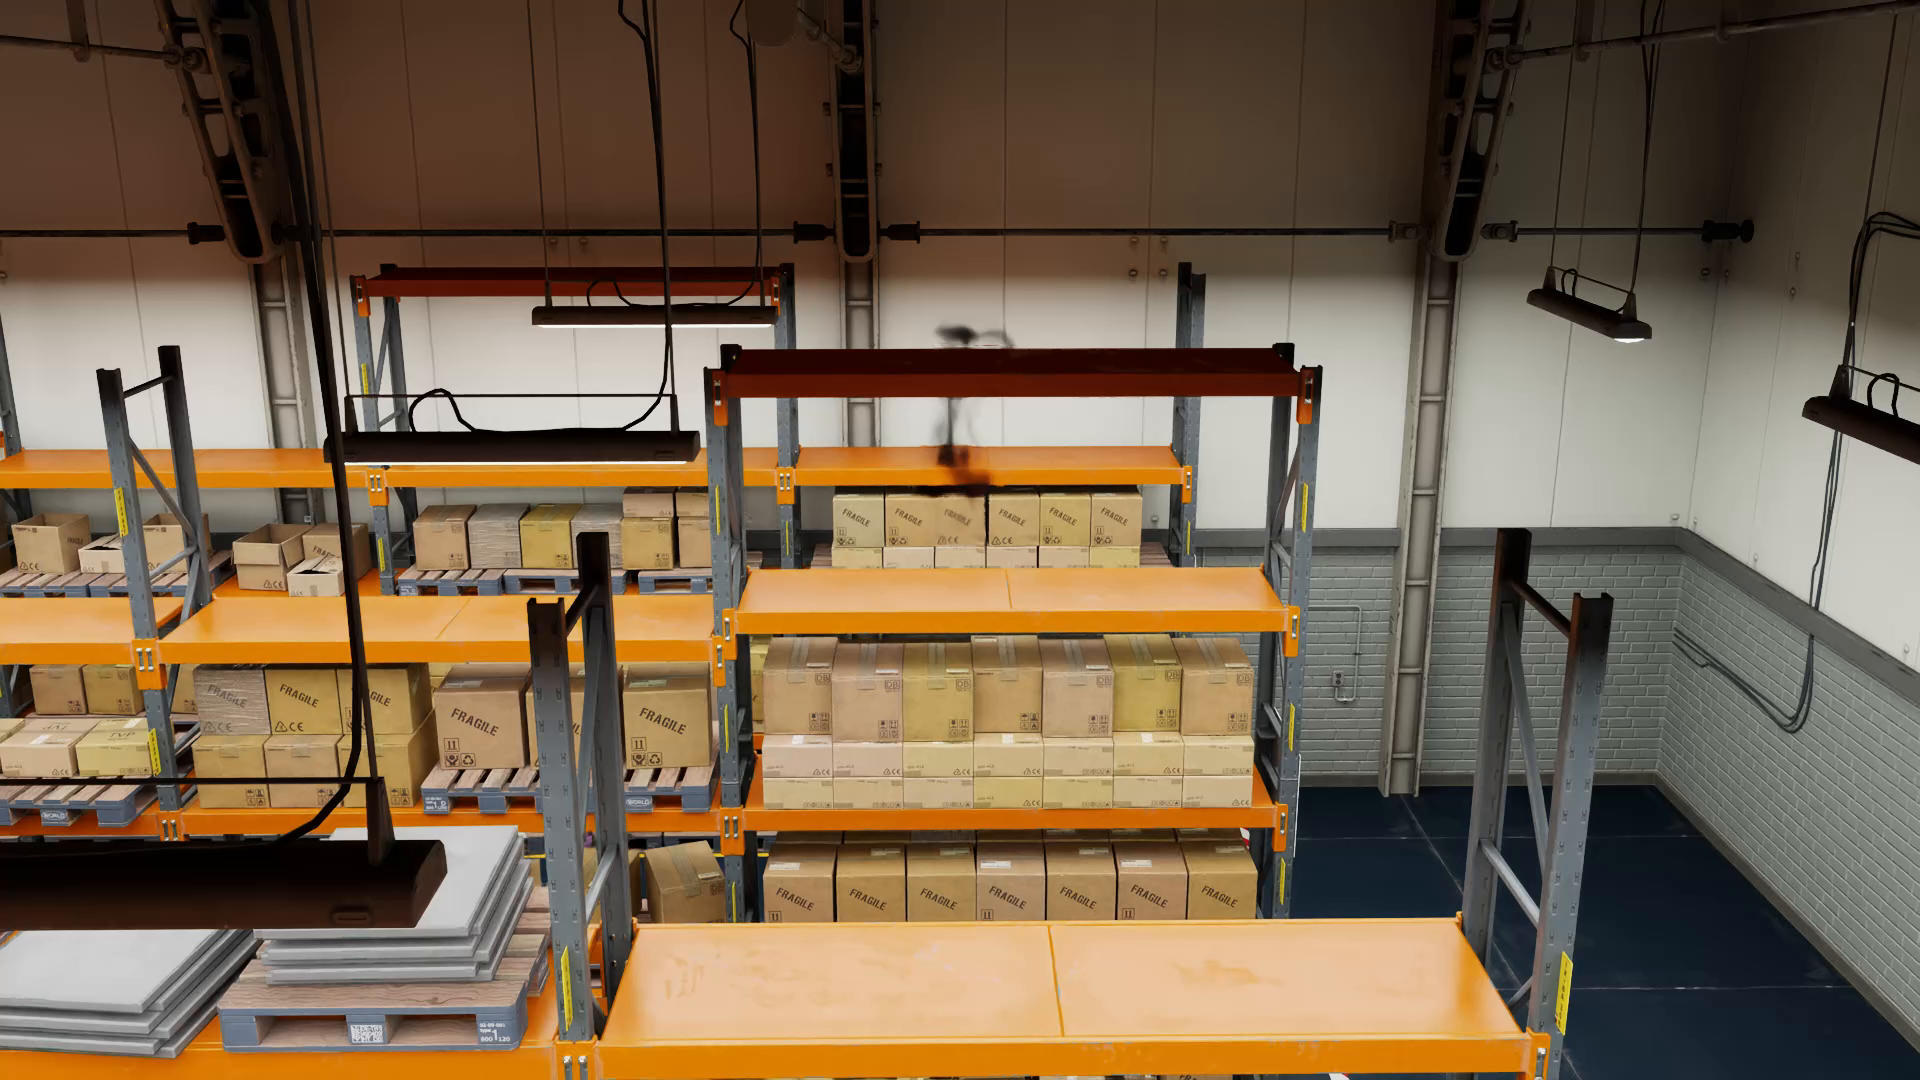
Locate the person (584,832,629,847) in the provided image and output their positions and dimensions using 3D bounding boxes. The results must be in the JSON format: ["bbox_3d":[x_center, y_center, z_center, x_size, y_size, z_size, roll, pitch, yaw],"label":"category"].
[{"bbox_3d":[-3.309,3.074,15.223,0.538,1.547,0.535,-1,16,-2],"label":"person"}]

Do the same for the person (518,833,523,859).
[{"bbox_3d":[-4.401,2.937,15.628,0.860,1.599,0.685,-5,17,-16],"label":"person"}]
